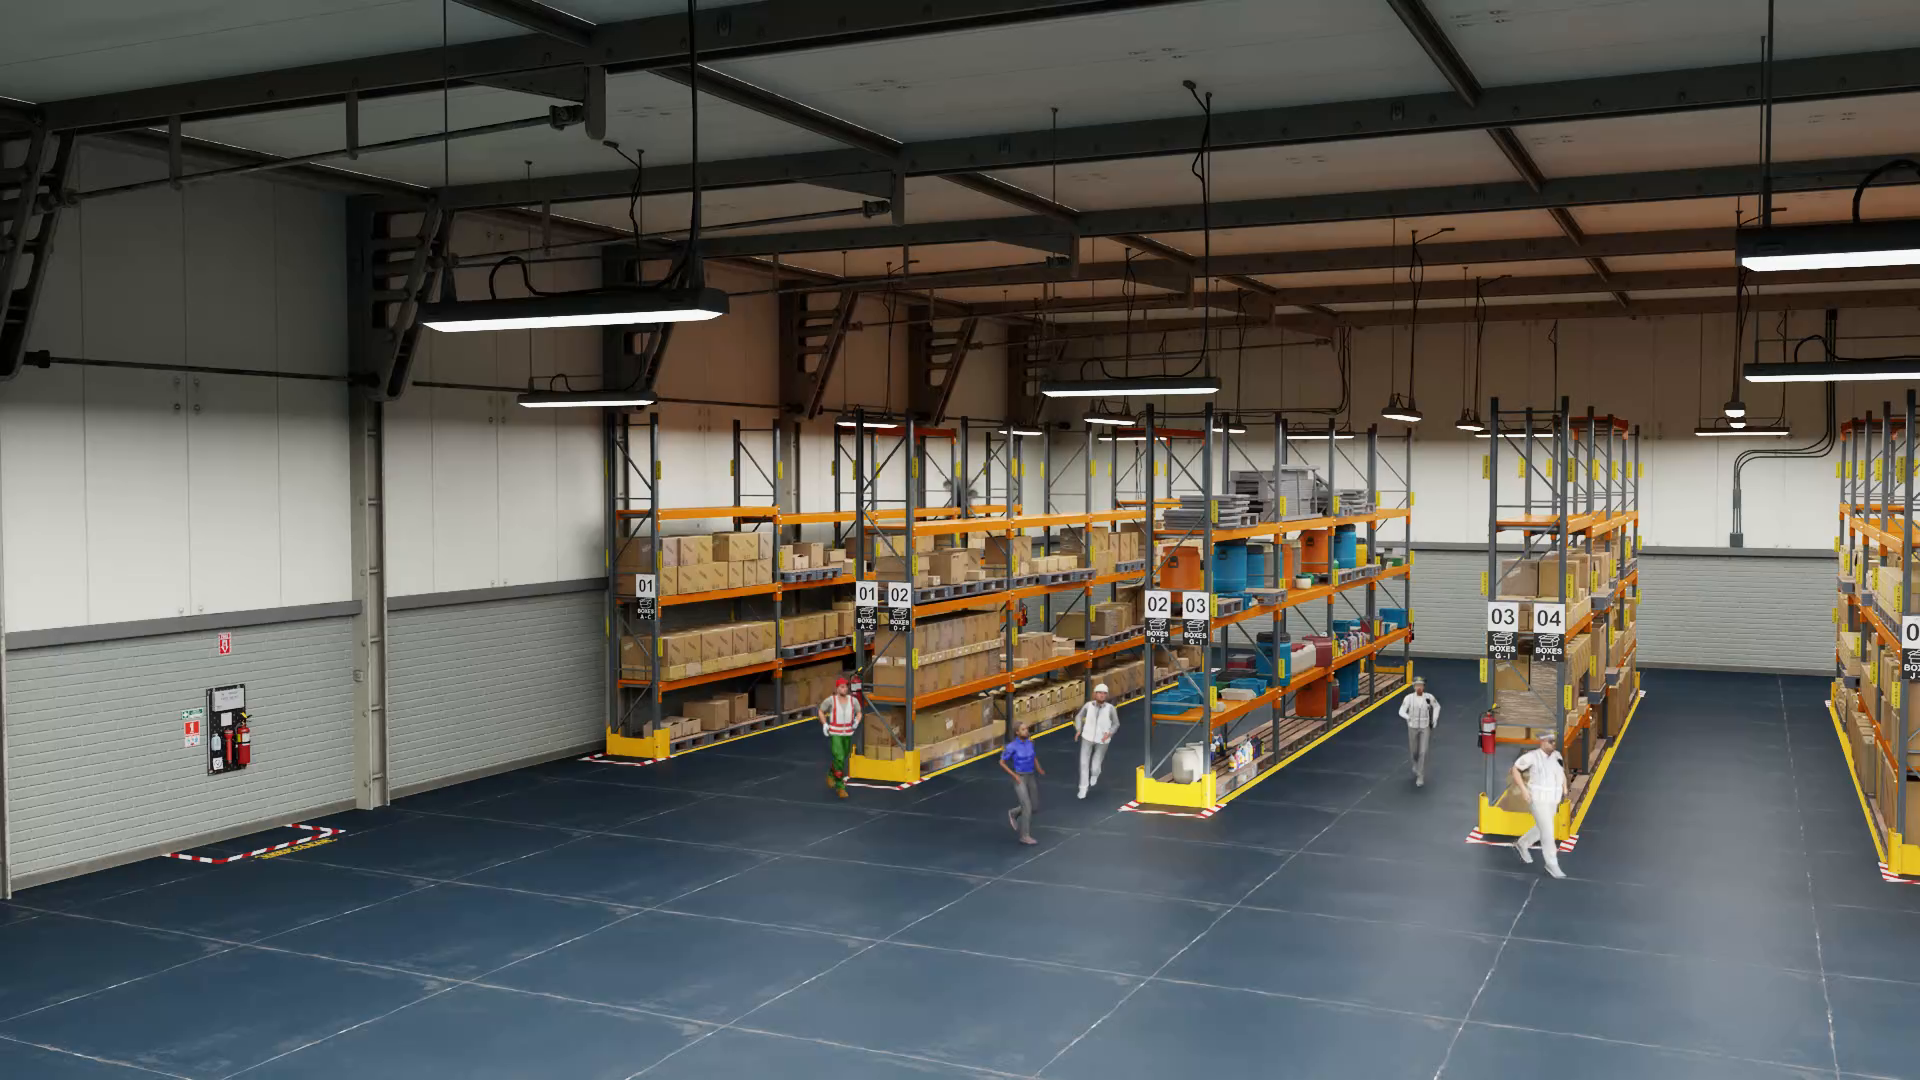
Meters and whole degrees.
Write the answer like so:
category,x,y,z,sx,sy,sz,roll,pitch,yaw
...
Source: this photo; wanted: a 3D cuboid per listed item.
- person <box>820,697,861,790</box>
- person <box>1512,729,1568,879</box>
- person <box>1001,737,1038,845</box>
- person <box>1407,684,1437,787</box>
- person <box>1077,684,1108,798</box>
category,x,y,z,sx,sy,sz,roll,pitch,yaw
person,-1.846,3.104,25.677,0.618,1.421,0.768,-1,3,-27
person,7.278,3.251,20.768,0.675,1.820,0.927,-1,3,-27
person,0.810,3.355,22.437,0.563,1.409,0.678,-2,3,-40
person,7.401,3.056,26.653,0.467,1.675,0.904,1,3,17
person,2.074,3.076,25.645,0.454,1.735,0.711,1,2,13
